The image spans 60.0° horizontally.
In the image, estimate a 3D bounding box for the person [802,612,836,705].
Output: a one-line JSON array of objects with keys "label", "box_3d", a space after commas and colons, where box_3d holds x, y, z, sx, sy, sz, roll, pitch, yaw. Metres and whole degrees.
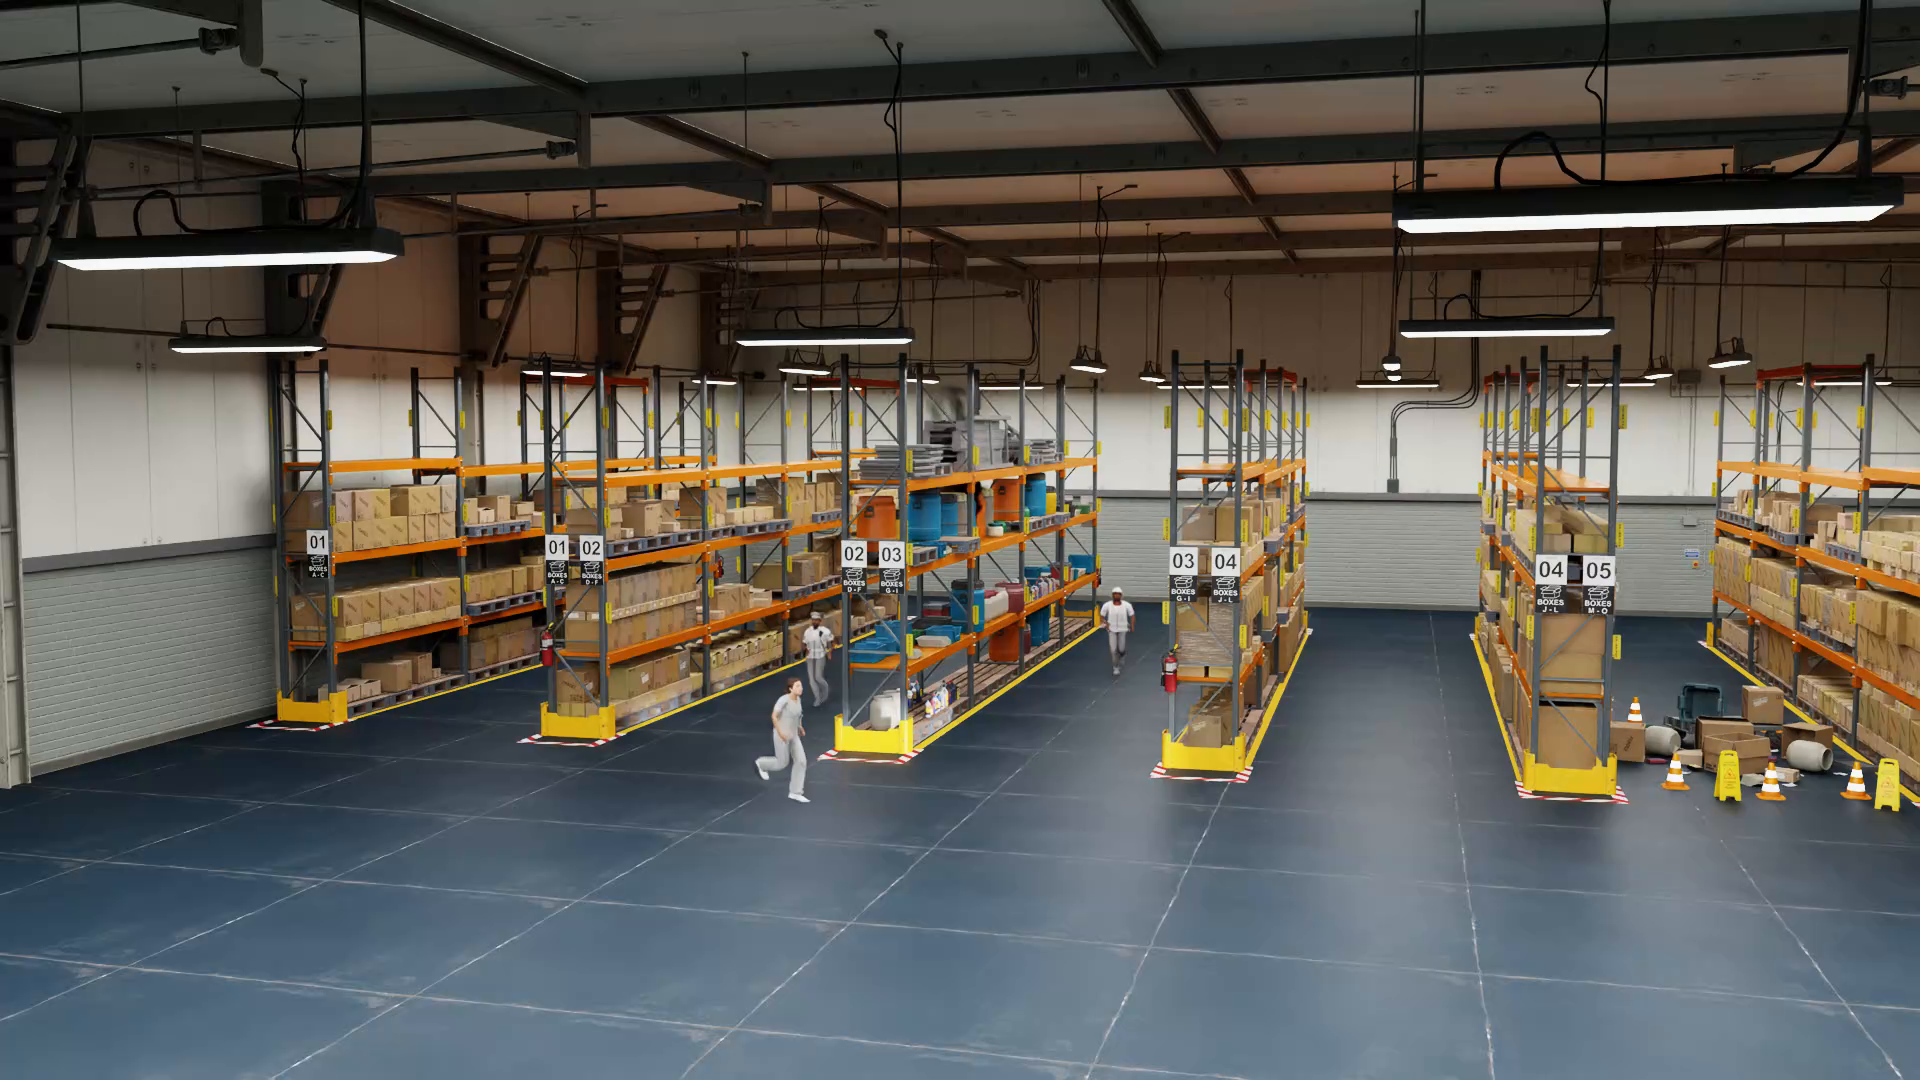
[{"label": "person", "box_3d": [-2.512, 2.080, 29.096, 0.561, 1.662, 0.562, 1, 4, 13]}]

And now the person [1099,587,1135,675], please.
[{"label": "person", "box_3d": [3.099, 1.789, 32.821, 0.703, 1.723, 0.587, 0, 4, 5]}]

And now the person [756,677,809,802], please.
[{"label": "person", "box_3d": [-2.337, 2.625, 22.066, 0.910, 1.654, 0.568, 3, 5, 37]}]
